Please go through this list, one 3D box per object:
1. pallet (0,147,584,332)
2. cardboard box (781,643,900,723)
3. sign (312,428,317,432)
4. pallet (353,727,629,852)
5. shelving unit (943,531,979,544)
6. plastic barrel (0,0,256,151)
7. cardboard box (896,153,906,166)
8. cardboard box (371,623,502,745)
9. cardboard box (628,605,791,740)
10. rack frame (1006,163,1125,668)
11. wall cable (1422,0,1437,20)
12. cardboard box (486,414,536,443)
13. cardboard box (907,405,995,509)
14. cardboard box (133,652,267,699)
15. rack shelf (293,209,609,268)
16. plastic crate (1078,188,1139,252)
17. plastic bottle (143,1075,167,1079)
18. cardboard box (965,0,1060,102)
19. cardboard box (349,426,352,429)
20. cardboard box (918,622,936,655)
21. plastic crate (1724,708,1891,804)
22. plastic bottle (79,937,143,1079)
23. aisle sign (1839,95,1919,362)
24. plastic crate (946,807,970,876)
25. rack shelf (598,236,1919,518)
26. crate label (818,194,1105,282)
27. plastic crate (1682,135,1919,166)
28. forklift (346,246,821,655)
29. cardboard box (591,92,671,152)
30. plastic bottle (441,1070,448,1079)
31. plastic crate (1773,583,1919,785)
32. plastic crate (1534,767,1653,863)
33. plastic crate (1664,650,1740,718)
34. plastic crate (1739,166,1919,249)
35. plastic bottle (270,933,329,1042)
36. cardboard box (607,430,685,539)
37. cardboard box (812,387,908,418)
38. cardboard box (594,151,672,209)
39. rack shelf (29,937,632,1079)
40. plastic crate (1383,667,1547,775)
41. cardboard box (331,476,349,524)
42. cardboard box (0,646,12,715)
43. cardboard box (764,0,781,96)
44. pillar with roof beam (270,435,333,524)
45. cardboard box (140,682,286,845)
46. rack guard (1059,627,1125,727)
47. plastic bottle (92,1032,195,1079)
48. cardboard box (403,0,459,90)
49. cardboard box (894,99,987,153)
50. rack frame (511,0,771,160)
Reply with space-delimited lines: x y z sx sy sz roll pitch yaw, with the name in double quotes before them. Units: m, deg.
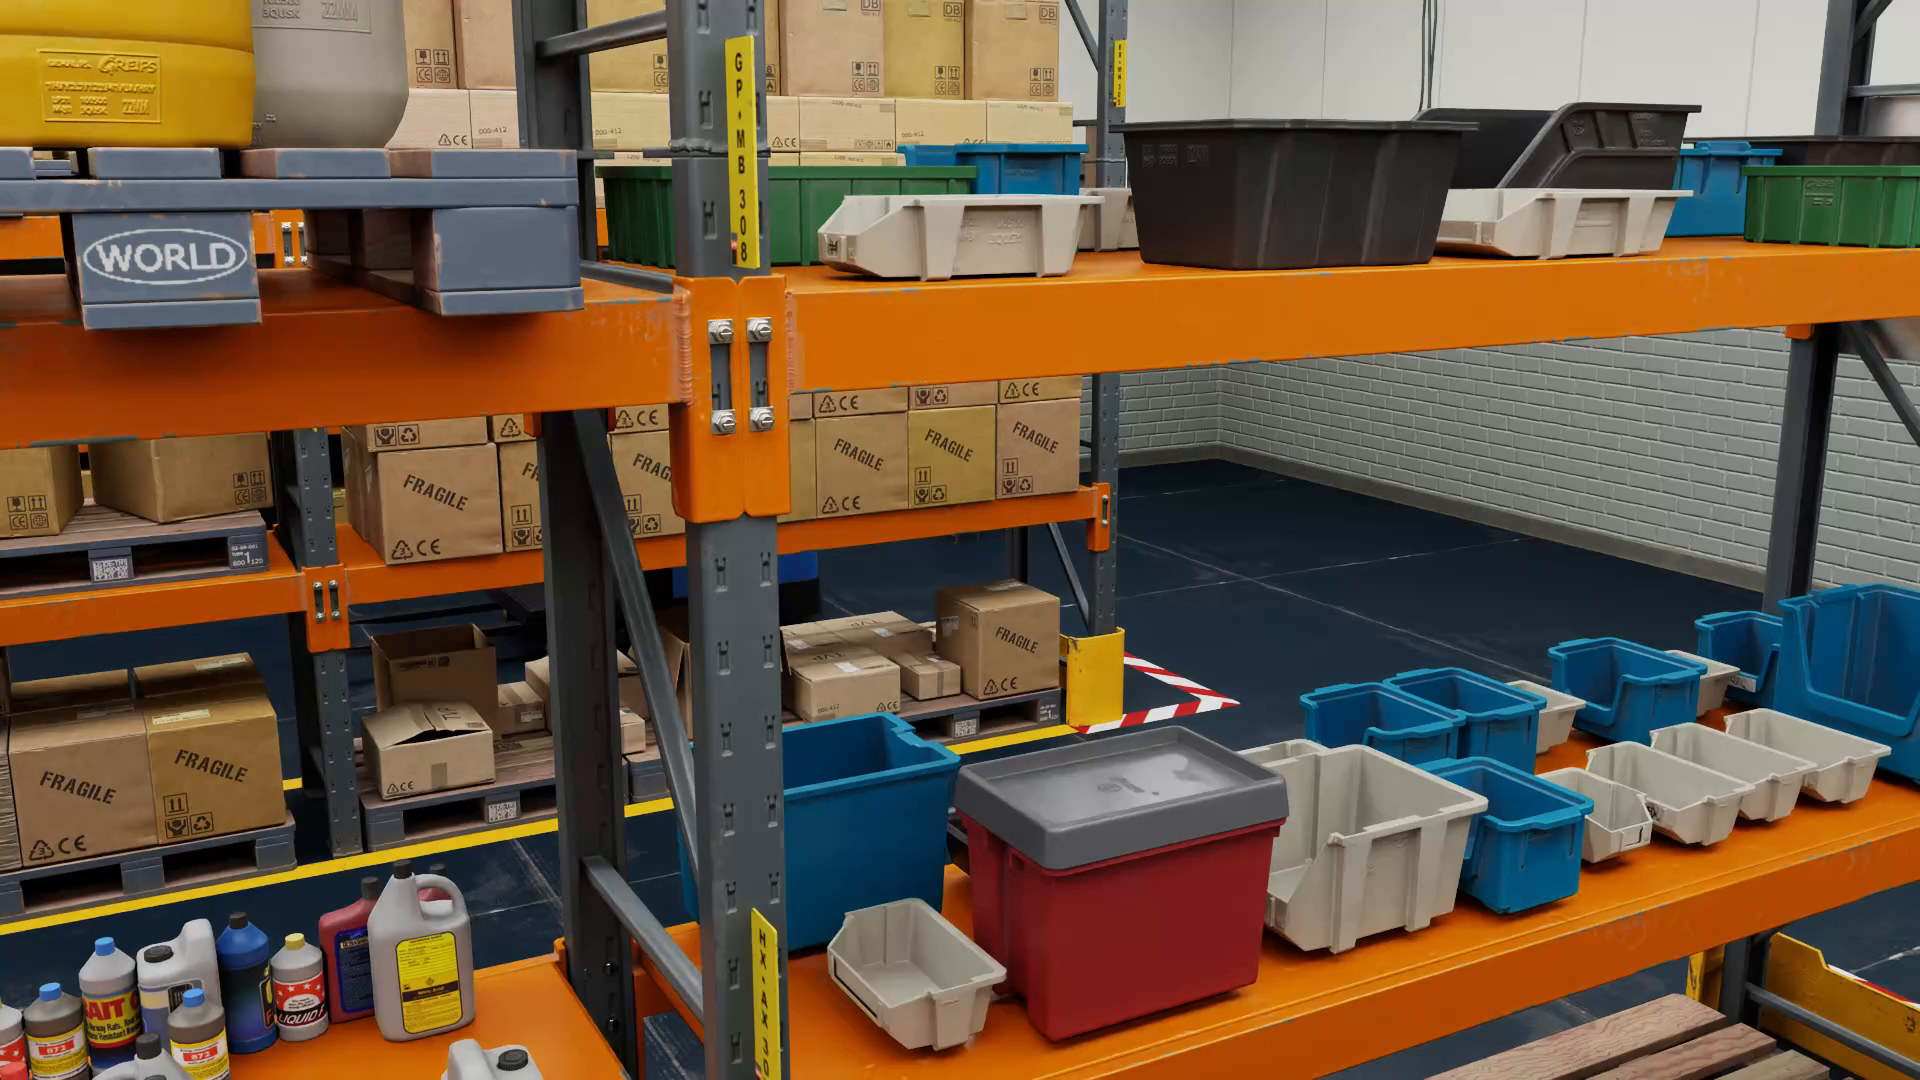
"pallet" -1.220 -0.470 2.464 1.003 0.211 1.213 -7 14 -28
"cardboard box" -0.645 0.750 8.706 0.500 0.250 0.500 -7 14 -28
"sign" -2.680 -0.613 6.866 0.005 0.325 0.100 -7 14 -28
"pallet" -2.346 1.133 8.093 1.213 0.211 1.003 -7 14 -28
"shelving unit" 0.007 -0.440 13.514 0.210 0.900 0.258 -7 14 -28
"plastic barrel" -1.283 -0.825 2.227 0.600 0.588 0.600 0 13 0
"cardboard box" -0.207 -1.811 8.333 0.500 0.250 0.500 -7 14 -28
"cardboard box" -2.585 0.735 8.202 0.500 0.500 0.500 -7 14 -28
"cardboard box" -1.302 0.650 8.575 0.637 0.503 0.797 -7 14 -28
"rack frame" 0.562 -0.576 9.336 0.127 3.000 1.000 -7 14 -28
"wall cable" 4.617 -5.411 12.726 0.112 2.526 3.097 -7 14 -28
"cardboard box" -1.948 -0.741 7.567 0.500 0.500 0.500 -7 15 -30
"cardboard box" -0.154 -0.470 8.637 0.500 0.500 0.500 -7 14 -27
"cardboard box" -3.490 0.854 7.675 0.500 0.500 0.500 -8 15 -30
"rack shelf" -1.193 -1.478 8.151 4.000 0.370 1.077 -7 14 -28
"plastic crate" 0.355 -0.742 3.843 0.466 0.136 0.293 -7 14 -28
"plastic bottle" -1.229 0.984 2.519 0.185 0.351 0.144 -7 14 -28
"cardboard box" 0.119 -2.519 8.632 0.500 0.500 0.700 -7 14 -28
"cardboard box" -2.629 -0.795 7.804 0.500 0.500 0.500 -7 14 -28
"cardboard box" -0.190 0.596 9.581 0.250 0.166 0.380 -7 14 -28
"plastic crate" 2.303 0.599 4.579 0.243 0.136 0.396 -7 14 -28
"plastic bottle" -1.604 0.883 3.145 0.097 0.271 0.097 0 13 0
"aisle sign" 2.853 -0.954 5.095 0.004 0.787 0.394 -7 14 -28
"plastic crate" 0.275 0.735 4.000 0.590 0.125 0.437 -7 14 -28
"rack shelf" 1.177 -0.523 3.908 4.000 0.370 1.077 -7 14 -28
"crate label" -0.011 -0.531 2.904 0.466 0.136 0.293 -7 14 -28
"plastic crate" 2.461 -1.034 4.837 0.590 0.269 0.497 -7 14 -28
"forklift" -2.469 -0.806 10.516 3.031 2.935 1.130 -7 15 -30
"cardboard box" -1.520 -1.896 7.572 0.500 0.250 0.500 -7 14 -28
"plastic bottle" -0.846 0.978 2.882 0.097 0.201 0.097 0 13 0
"plastic crate" 2.728 0.404 4.766 0.499 0.435 0.616 -7 14 -28
"plastic crate" 1.558 0.696 4.151 0.250 0.136 0.298 -7 14 -28
"plastic crate" 2.237 0.459 5.203 0.298 0.136 0.250 -7 14 -28
"plastic crate" 2.203 -0.822 4.081 0.336 0.188 0.450 -7 14 -28
"plastic bottle" -1.315 0.883 3.307 0.097 0.201 0.097 0 13 0
"cardboard box" -1.483 -0.312 7.934 0.500 0.500 0.500 -7 14 -28
"cardboard box" -0.593 -0.904 8.289 0.500 0.500 0.500 -6 14 -26
"cardboard box" -1.523 -1.653 7.632 0.500 0.250 0.500 -7 14 -28
"rack shelf" -2.334 1.361 2.367 4.000 0.370 1.077 -7 14 -28
"plastic crate" 1.402 0.533 4.656 0.300 0.233 0.416 -7 14 -28
"cardboard box" -4.620 -0.154 12.197 0.500 0.500 0.700 -7 14 -27
"cardboard box" -4.368 0.593 7.125 0.500 0.250 0.500 -7 14 -28
"cardboard box" -1.232 -2.375 7.992 0.500 0.500 0.700 -7 14 -28
"pillar with roof beam" -3.063 -3.447 8.429 0.400 9.000 9.100 -7 14 -28
"cardboard box" -3.245 0.957 7.217 0.500 0.500 0.500 -7 14 -28
"rack guard" 0.495 0.652 9.575 0.348 0.500 1.175 -7 14 -28
"plastic bottle" -1.298 0.956 2.642 0.185 0.351 0.144 -7 14 -28
"cardboard box" -2.540 -2.214 7.276 0.500 0.500 0.700 -7 14 -28
"cardboard box" -0.205 -2.054 8.276 0.500 0.250 0.500 -7 14 -28
"rack frame" -0.579 -2.127 2.564 0.127 3.000 1.000 -7 14 -28
